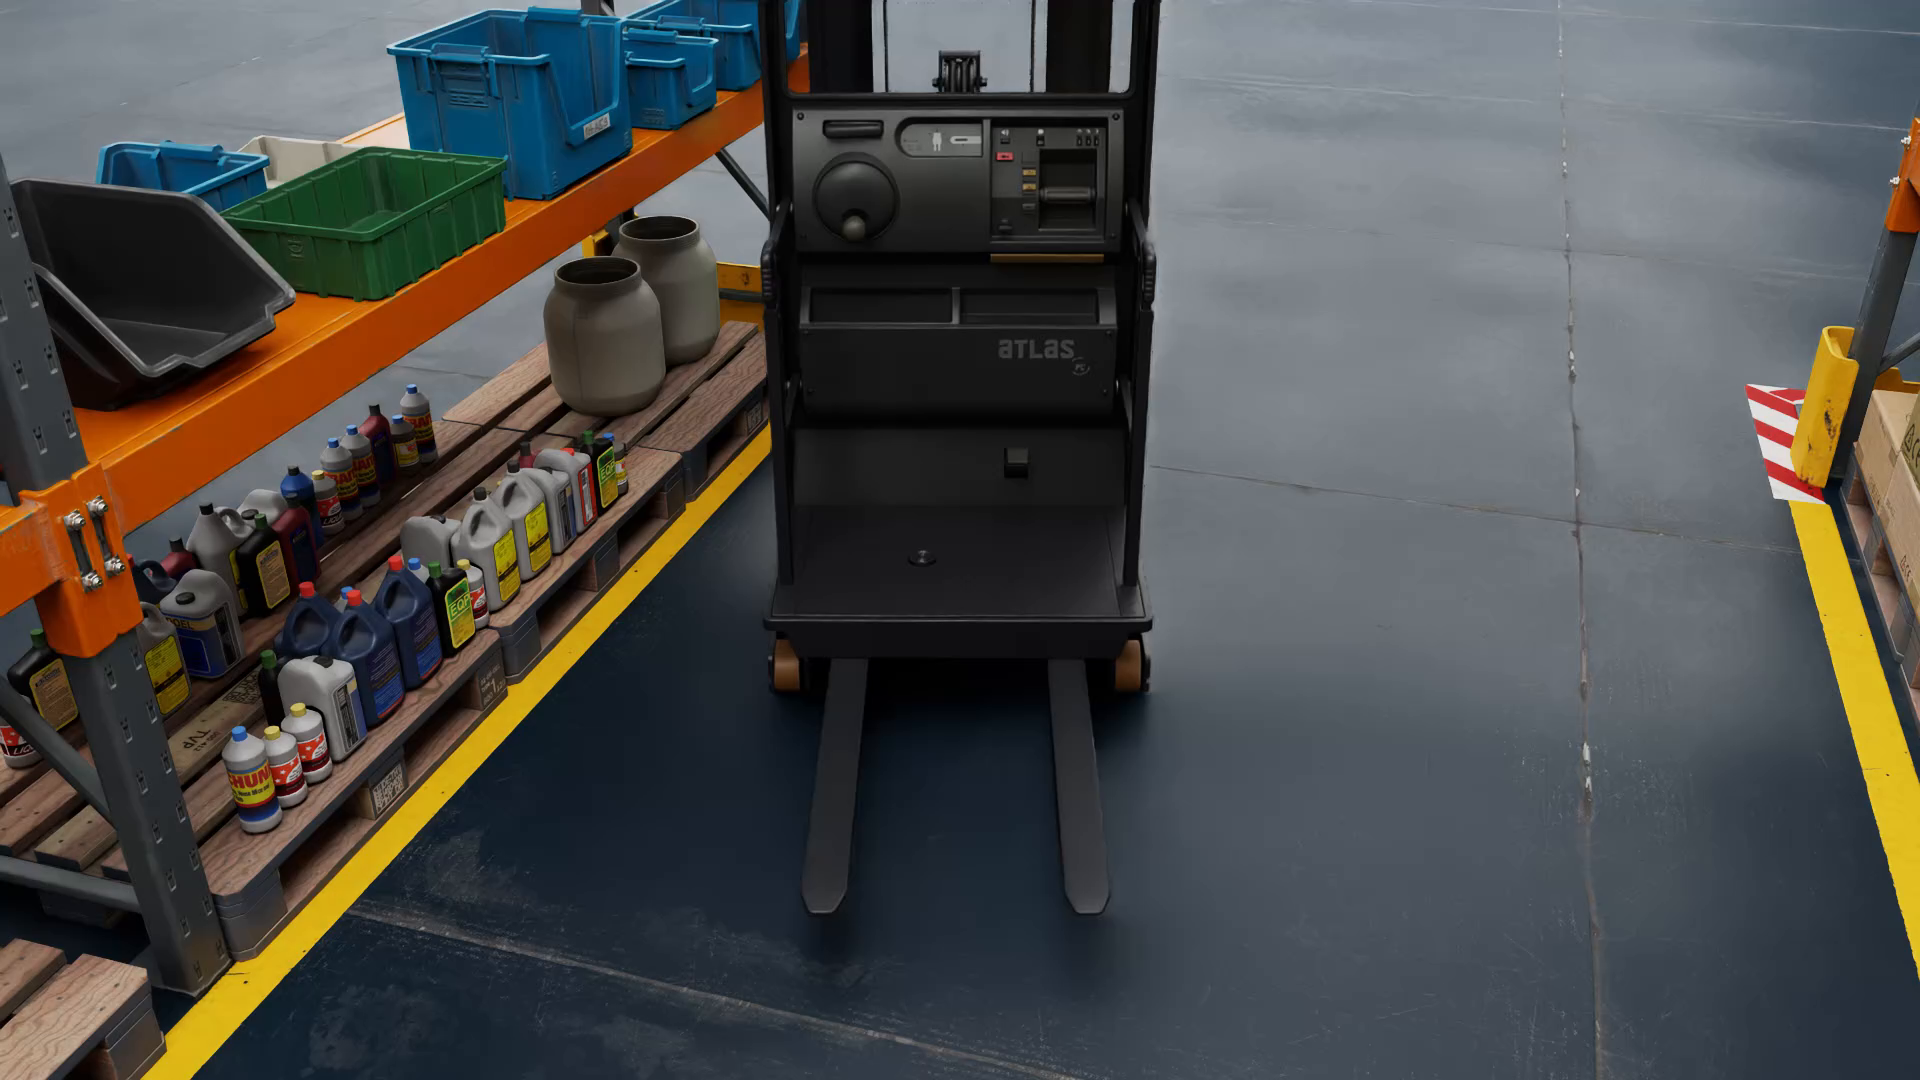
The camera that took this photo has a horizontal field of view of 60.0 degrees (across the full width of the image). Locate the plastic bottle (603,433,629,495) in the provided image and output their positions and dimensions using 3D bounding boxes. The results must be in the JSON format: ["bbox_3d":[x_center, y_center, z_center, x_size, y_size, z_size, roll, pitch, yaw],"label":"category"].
[{"bbox_3d":[-1.166,-0.260,5.557,0.097,0.201,0.097,0,29,0],"label":"plastic bottle"}]

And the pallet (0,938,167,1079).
[{"bbox_3d":[-2.413,1.242,3.301,1.003,0.211,1.213,8,30,15],"label":"pallet"}]

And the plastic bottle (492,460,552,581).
[{"bbox_3d":[-1.351,-0.070,5.062,0.144,0.351,0.185,10,31,17],"label":"plastic bottle"}]

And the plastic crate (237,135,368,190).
[{"bbox_3d":[-1.985,-1.023,4.774,0.530,0.136,0.437,8,30,15],"label":"plastic crate"}]

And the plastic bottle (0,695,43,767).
[{"bbox_3d":[-2.411,0.470,4.245,0.097,0.201,0.097,0,29,0],"label":"plastic bottle"}]

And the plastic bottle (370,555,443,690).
[{"bbox_3d":[-1.531,0.214,4.551,0.144,0.351,0.185,7,30,13],"label":"plastic bottle"}]

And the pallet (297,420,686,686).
[{"bbox_3d":[-1.627,-0.004,5.540,1.003,0.211,1.213,8,30,15],"label":"pallet"}]

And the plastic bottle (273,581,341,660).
[{"bbox_3d":[-1.724,0.281,4.431,0.144,0.351,0.185,8,30,15],"label":"plastic bottle"}]

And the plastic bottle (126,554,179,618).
[{"bbox_3d":[-2.250,0.188,4.598,0.144,0.351,0.185,7,30,12],"label":"plastic bottle"}]

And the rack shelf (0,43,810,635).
[{"bbox_3d":[-1.633,-0.962,5.135,1.077,0.370,4.000,8,30,15],"label":"rack shelf"}]

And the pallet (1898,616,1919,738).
[{"bbox_3d":[3.144,0.647,4.369,1.003,0.211,1.213,8,30,15],"label":"pallet"}]

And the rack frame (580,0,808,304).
[{"bbox_3d":[-1.046,-2.206,6.630,1.000,3.000,0.127,8,30,15],"label":"rack frame"}]

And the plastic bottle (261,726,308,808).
[{"bbox_3d":[-1.677,0.550,4.101,0.097,0.201,0.097,0,29,0],"label":"plastic bottle"}]

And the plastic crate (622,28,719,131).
[{"bbox_3d":[-1.103,-1.565,5.631,0.499,0.251,0.408,8,30,15],"label":"plastic crate"}]

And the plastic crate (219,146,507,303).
[{"bbox_3d":[-1.551,-0.845,4.402,0.450,0.188,0.662,8,30,15],"label":"plastic crate"}]

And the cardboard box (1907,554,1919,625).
[{"bbox_3d":[3.028,0.203,4.696,0.500,0.250,0.500,8,30,15],"label":"cardboard box"}]

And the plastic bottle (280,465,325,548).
[{"bbox_3d":[-2.065,-0.108,5.213,0.097,0.271,0.097,0,29,0],"label":"plastic bottle"}]

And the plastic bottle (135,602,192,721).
[{"bbox_3d":[-2.168,0.298,4.401,0.144,0.351,0.185,8,30,15],"label":"plastic bottle"}]

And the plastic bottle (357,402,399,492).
[{"bbox_3d":[-1.960,-0.311,5.565,0.061,0.283,0.133,9,30,16],"label":"plastic bottle"}]

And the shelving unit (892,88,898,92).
[{"bbox_3d":[-0.361,-1.095,6.480,0.503,1.200,0.258,-24,37,-36],"label":"shelving unit"}]

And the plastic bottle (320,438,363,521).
[{"bbox_3d":[-2.006,-0.202,5.382,0.097,0.271,0.097,0,29,0],"label":"plastic bottle"}]

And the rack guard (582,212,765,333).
[{"bbox_3d":[-1.023,-1.072,7.163,1.175,0.500,0.348,8,30,15],"label":"rack guard"}]

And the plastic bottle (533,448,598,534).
[{"bbox_3d":[-1.266,-0.179,5.335,0.152,0.276,0.135,9,30,15],"label":"plastic bottle"}]

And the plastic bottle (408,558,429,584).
[{"bbox_3d":[-1.523,0.175,4.703,0.097,0.271,0.097,0,29,0],"label":"plastic bottle"}]

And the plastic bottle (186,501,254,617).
[{"bbox_3d":[-2.155,0.038,4.868,0.144,0.351,0.185,8,30,15],"label":"plastic bottle"}]

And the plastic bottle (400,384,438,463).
[{"bbox_3d":[-1.876,-0.408,5.752,0.097,0.271,0.097,0,29,0],"label":"plastic bottle"}]

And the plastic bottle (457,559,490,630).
[{"bbox_3d":[-1.425,0.151,4.818,0.097,0.201,0.097,0,29,0],"label":"plastic bottle"}]

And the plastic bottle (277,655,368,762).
[{"bbox_3d":[-1.638,0.411,4.275,0.152,0.276,0.135,10,30,17],"label":"plastic bottle"}]

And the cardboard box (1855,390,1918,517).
[{"bbox_3d":[3.318,-0.262,5.532,0.500,0.250,0.500,8,30,15],"label":"cardboard box"}]

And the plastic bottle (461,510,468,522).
[{"bbox_3d":[-1.480,-0.001,5.093,0.097,0.201,0.097,0,29,0],"label":"plastic bottle"}]

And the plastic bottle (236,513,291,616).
[{"bbox_3d":[-2.050,0.070,4.880,0.061,0.283,0.133,8,30,15],"label":"plastic bottle"}]

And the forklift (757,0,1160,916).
[{"bbox_3d":[-0.004,-0.976,4.489,1.130,2.935,3.031,0,29,0],"label":"forklift"}]

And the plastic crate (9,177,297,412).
[{"bbox_3d":[-1.944,-0.545,3.709,0.767,0.338,0.504,8,30,15],"label":"plastic crate"}]

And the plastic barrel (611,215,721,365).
[{"bbox_3d":[-1.166,-0.986,6.564,0.421,0.512,0.421,0,29,0],"label":"plastic barrel"}]

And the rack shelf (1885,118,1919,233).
[{"bbox_3d":[3.101,-0.254,3.861,1.077,0.370,4.000,8,30,15],"label":"rack shelf"}]
